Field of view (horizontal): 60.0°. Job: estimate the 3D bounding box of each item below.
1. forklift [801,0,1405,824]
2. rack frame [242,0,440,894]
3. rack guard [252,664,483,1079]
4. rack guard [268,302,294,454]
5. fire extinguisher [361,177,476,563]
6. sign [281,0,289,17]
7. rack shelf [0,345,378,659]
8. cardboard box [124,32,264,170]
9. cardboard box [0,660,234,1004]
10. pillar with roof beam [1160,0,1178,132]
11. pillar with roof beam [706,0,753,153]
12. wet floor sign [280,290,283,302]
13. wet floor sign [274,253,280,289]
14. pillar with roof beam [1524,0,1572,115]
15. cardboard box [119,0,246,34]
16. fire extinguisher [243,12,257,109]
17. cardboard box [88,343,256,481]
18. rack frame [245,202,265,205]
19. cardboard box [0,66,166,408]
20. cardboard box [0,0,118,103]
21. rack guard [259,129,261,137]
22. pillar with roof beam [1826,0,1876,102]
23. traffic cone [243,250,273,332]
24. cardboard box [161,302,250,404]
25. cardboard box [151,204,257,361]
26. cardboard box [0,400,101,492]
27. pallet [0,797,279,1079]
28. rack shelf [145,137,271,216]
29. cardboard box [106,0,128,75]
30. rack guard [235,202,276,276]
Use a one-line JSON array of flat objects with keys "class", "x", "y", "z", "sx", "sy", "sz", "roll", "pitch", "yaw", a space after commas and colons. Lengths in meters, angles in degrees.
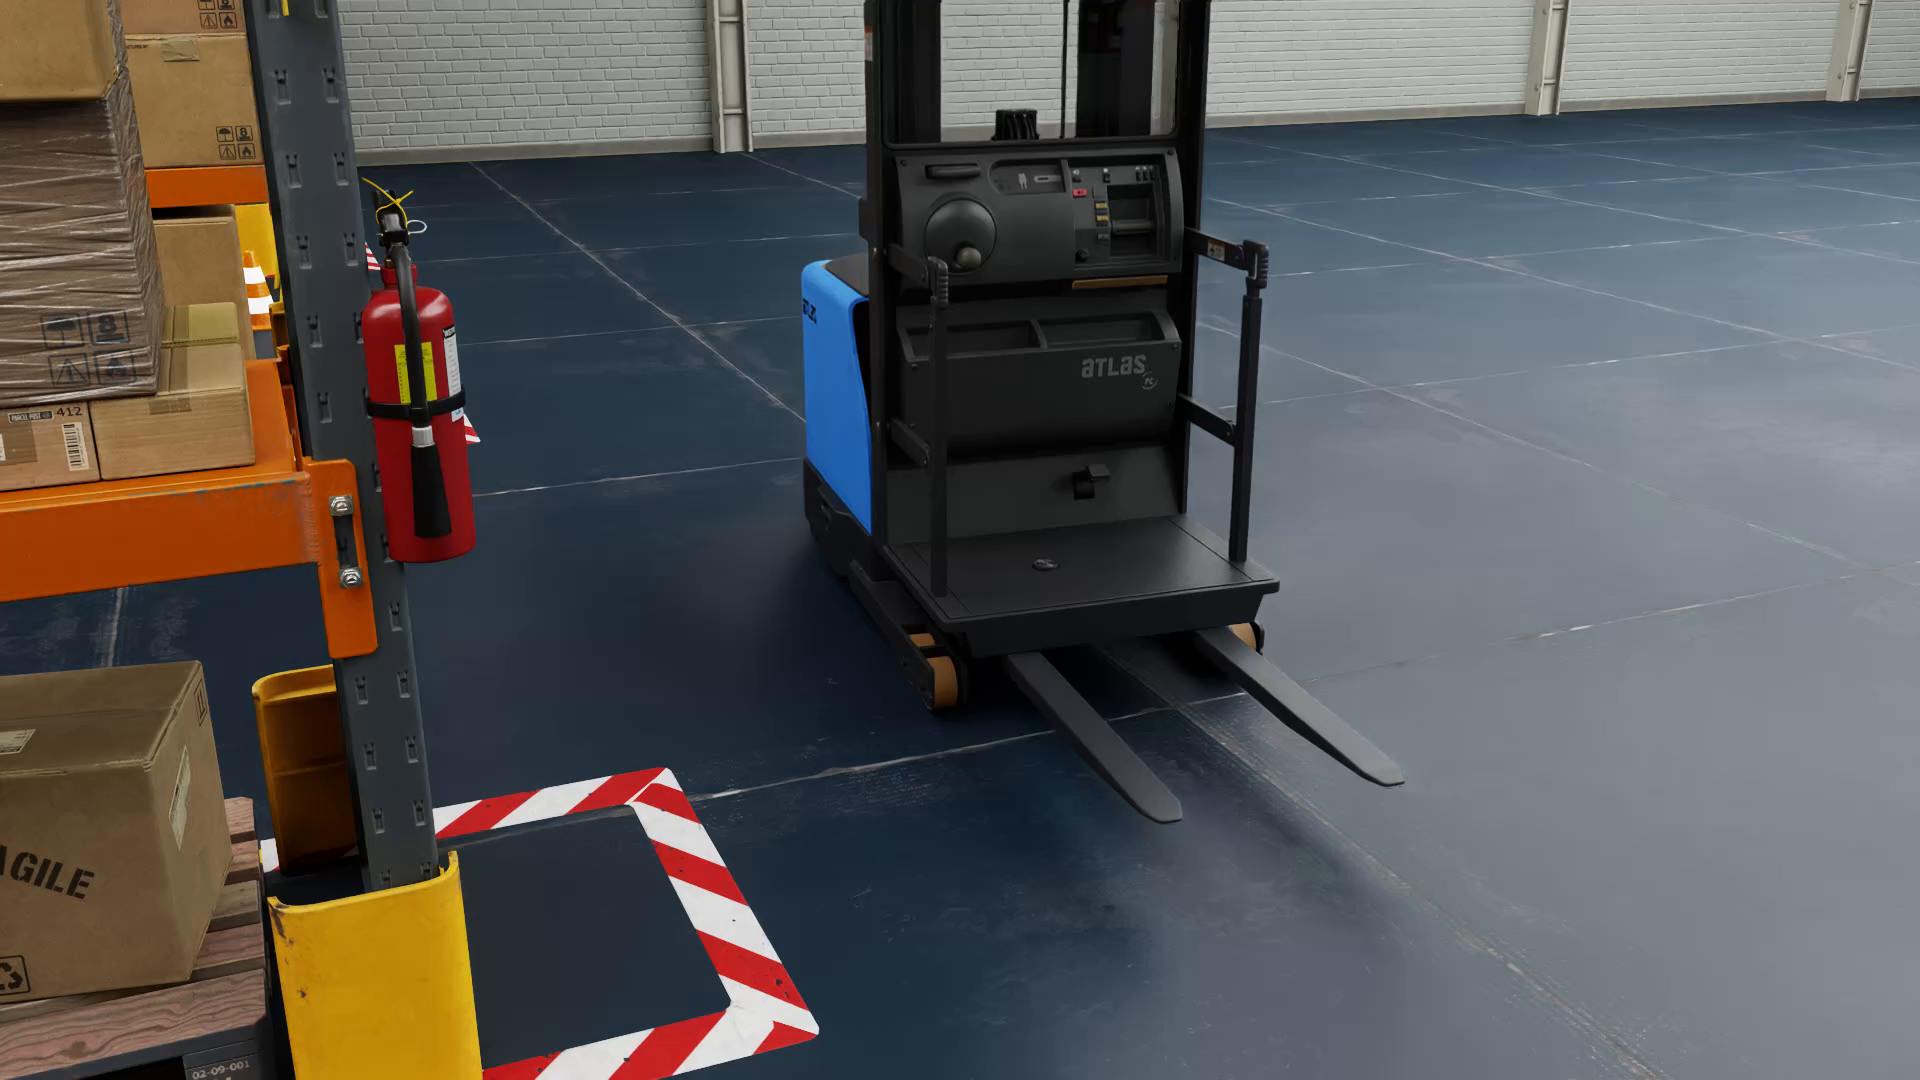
[{"class": "forklift", "x": 0.325, "y": -1.014, "z": 4.989, "sx": 1.130, "sy": 2.935, "sz": 3.031, "roll": -6, "pitch": 20, "yaw": -17}, {"class": "rack frame", "x": -1.272, "y": -0.463, "z": 3.320, "sx": 0.127, "sy": 3.000, "sz": 1.000, "roll": -8, "pitch": 21, "yaw": -22}, {"class": "rack guard", "x": -1.342, "y": 0.726, "z": 3.707, "sx": 0.348, "sy": 0.500, "sz": 1.175, "roll": -8, "pitch": 21, "yaw": -22}, {"class": "rack guard", "x": -3.122, "y": -0.813, "z": 8.078, "sx": 0.348, "sy": 0.500, "sz": 1.175, "roll": -8, "pitch": 21, "yaw": -22}, {"class": "fire extinguisher", "x": -0.984, "y": -0.301, "z": 2.977, "sx": 0.183, "sy": 0.674, "sz": 0.296, "roll": -8, "pitch": 21, "yaw": -22}, {"class": "sign", "x": -1.071, "y": -0.986, "z": 2.587, "sx": 0.005, "sy": 0.325, "sz": 0.100, "roll": -8, "pitch": 21, "yaw": -22}, {"class": "rack shelf", "x": -3.108, "y": 0.140, "z": 2.692, "sx": 4.000, "sy": 0.370, "sz": 1.077, "roll": -8, "pitch": 21, "yaw": -22}, {"class": "cardboard box", "x": -3.467, "y": -1.997, "z": 7.451, "sx": 0.550, "sy": 0.550, "sz": 0.875, "roll": -8, "pitch": 21, "yaw": -22}, {"class": "cardboard box", "x": -1.852, "y": 0.595, "z": 3.447, "sx": 0.500, "sy": 0.500, "sz": 0.500, "roll": -4, "pitch": 20, "yaw": -12}, {"class": "pillar with roof beam", "x": 4.560, "y": -8.277, "z": 16.480, "sx": 0.400, "sy": 9.000, "sz": 9.100, "roll": -8, "pitch": 21, "yaw": -22}, {"class": "pillar with roof beam", "x": -0.949, "y": -7.488, "z": 14.238, "sx": 0.400, "sy": 9.000, "sz": 9.100, "roll": -8, "pitch": 21, "yaw": -22}, {"class": "wet floor sign", "x": -3.902, "y": -1.486, "z": 9.770, "sx": 0.232, "sy": 0.644, "sz": 0.267, "roll": -12, "pitch": 23, "yaw": -31}, {"class": "wet floor sign", "x": -4.599, "y": -2.073, "z": 11.438, "sx": 0.232, "sy": 0.644, "sz": 0.267, "roll": -1, "pitch": 19, "yaw": -3}, {"class": "pillar with roof beam", "x": 10.070, "y": -9.066, "z": 18.721, "sx": 0.400, "sy": 9.000, "sz": 9.100, "roll": -8, "pitch": 21, "yaw": -22}, {"class": "cardboard box", "x": -3.500, "y": -2.532, "z": 7.344, "sx": 0.550, "sy": 0.550, "sz": 0.875, "roll": -8, "pitch": 21, "yaw": -22}, {"class": "fire extinguisher", "x": -4.910, "y": -3.323, "z": 11.560, "sx": 0.183, "sy": 0.674, "sz": 0.296, "roll": -8, "pitch": 21, "yaw": -22}, {"class": "cardboard box", "x": -1.452, "y": -0.244, "z": 3.077, "sx": 0.250, "sy": 0.149, "sz": 0.380, "roll": -8, "pitch": 21, "yaw": -22}, {"class": "rack frame", "x": -5.197, "y": -3.485, "z": 11.903, "sx": 0.127, "sy": 3.000, "sz": 1.000, "roll": -8, "pitch": 21, "yaw": -22}, {"class": "cardboard box", "x": -1.788, "y": -0.586, "z": 3.072, "sx": 0.500, "sy": 0.500, "sz": 0.875, "roll": -8, "pitch": 21, "yaw": -22}, {"class": "cardboard box", "x": -1.679, "y": -0.974, "z": 2.668, "sx": 0.500, "sy": 0.500, "sz": 0.500, "roll": -8, "pitch": 21, "yaw": -22}, {"class": "rack guard", "x": -7.145, "y": -3.822, "z": 16.625, "sx": 0.348, "sy": 0.500, "sz": 1.175, "roll": -8, "pitch": 21, "yaw": -22}, {"class": "pillar with roof beam", "x": 15.579, "y": -9.855, "z": 20.963, "sx": 0.400, "sy": 9.000, "sz": 9.100, "roll": -8, "pitch": 21, "yaw": -22}, {"class": "traffic cone", "x": -4.329, "y": -1.545, "z": 10.212, "sx": 0.334, "sy": 0.463, "sz": 0.336, "roll": -8, "pitch": 21, "yaw": -22}, {"class": "cardboard box", "x": -1.628, "y": -0.380, "z": 3.462, "sx": 0.250, "sy": 0.149, "sz": 0.380, "roll": -8, "pitch": 21, "yaw": -22}, {"class": "cardboard box", "x": -3.740, "y": -1.075, "z": 7.626, "sx": 0.875, "sy": 0.875, "sz": 0.875, "roll": -8, "pitch": 21, "yaw": -22}, {"class": "cardboard box", "x": -1.682, "y": -0.211, "z": 2.984, "sx": 0.250, "sy": 0.149, "sz": 0.380, "roll": -8, "pitch": 21, "yaw": -22}, {"class": "pallet", "x": -2.102, "y": 0.959, "z": 3.482, "sx": 1.213, "sy": 0.211, "sz": 1.003, "roll": -8, "pitch": 21, "yaw": -22}, {"class": "rack shelf", "x": -4.980, "y": -1.386, "z": 7.026, "sx": 4.000, "sy": 0.370, "sz": 1.077, "roll": -8, "pitch": 21, "yaw": -22}, {"class": "cardboard box", "x": -1.885, "y": -1.133, "z": 3.119, "sx": 0.500, "sy": 0.500, "sz": 0.500, "roll": -8, "pitch": 21, "yaw": -22}, {"class": "rack guard", "x": -5.267, "y": -2.296, "z": 12.290, "sx": 0.348, "sy": 0.500, "sz": 1.175, "roll": -8, "pitch": 21, "yaw": -22}]
